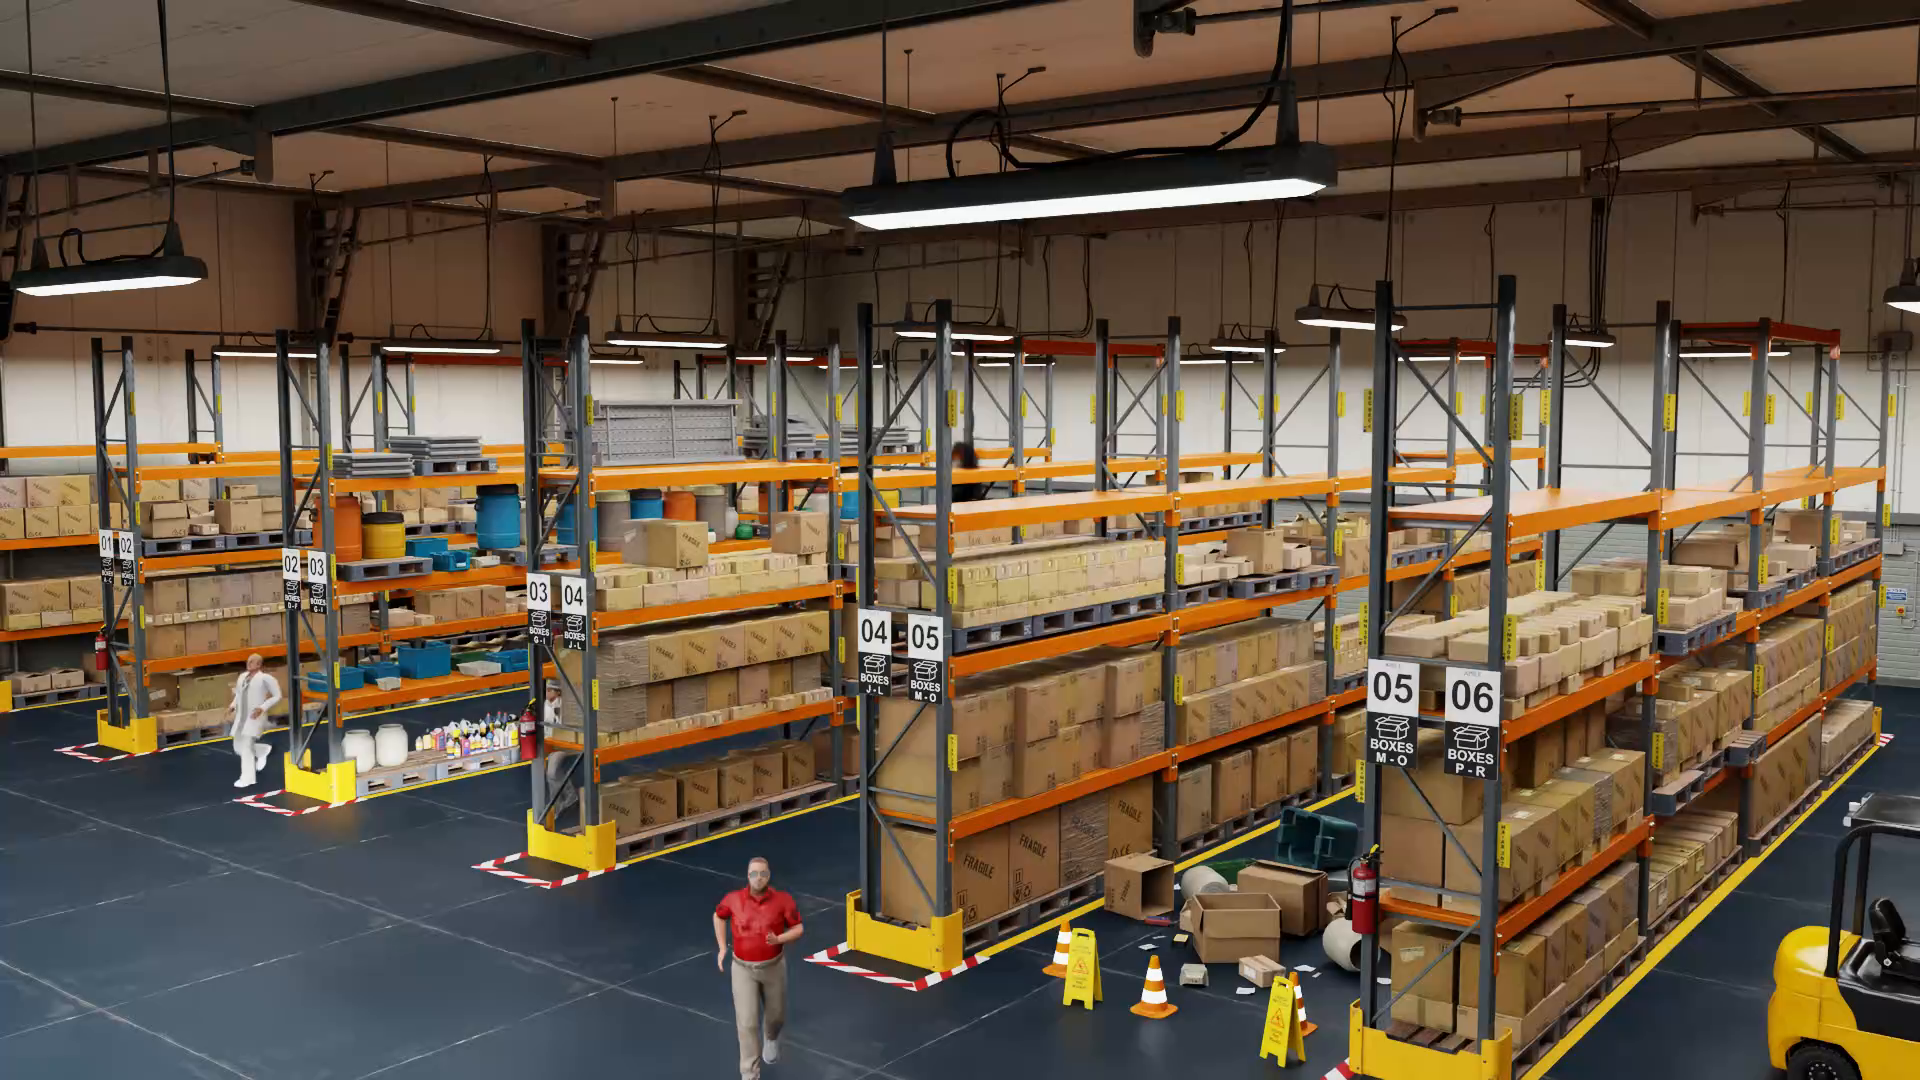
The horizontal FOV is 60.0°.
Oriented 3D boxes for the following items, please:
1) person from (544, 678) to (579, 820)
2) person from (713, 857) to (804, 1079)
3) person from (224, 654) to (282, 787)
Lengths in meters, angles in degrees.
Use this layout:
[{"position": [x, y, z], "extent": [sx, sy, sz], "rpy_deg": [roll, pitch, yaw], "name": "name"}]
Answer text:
[{"position": [-4.946, 2.563, 20.423], "extent": [0.623, 1.770, 0.720], "rpy_deg": [3, 6, 33], "name": "person"}, {"position": [-1.493, 3.210, 12.372], "extent": [0.663, 1.713, 0.981], "rpy_deg": [-1, 5, -9], "name": "person"}, {"position": [-9.396, 2.376, 22.112], "extent": [0.704, 1.721, 0.778], "rpy_deg": [2, 5, 18], "name": "person"}]
